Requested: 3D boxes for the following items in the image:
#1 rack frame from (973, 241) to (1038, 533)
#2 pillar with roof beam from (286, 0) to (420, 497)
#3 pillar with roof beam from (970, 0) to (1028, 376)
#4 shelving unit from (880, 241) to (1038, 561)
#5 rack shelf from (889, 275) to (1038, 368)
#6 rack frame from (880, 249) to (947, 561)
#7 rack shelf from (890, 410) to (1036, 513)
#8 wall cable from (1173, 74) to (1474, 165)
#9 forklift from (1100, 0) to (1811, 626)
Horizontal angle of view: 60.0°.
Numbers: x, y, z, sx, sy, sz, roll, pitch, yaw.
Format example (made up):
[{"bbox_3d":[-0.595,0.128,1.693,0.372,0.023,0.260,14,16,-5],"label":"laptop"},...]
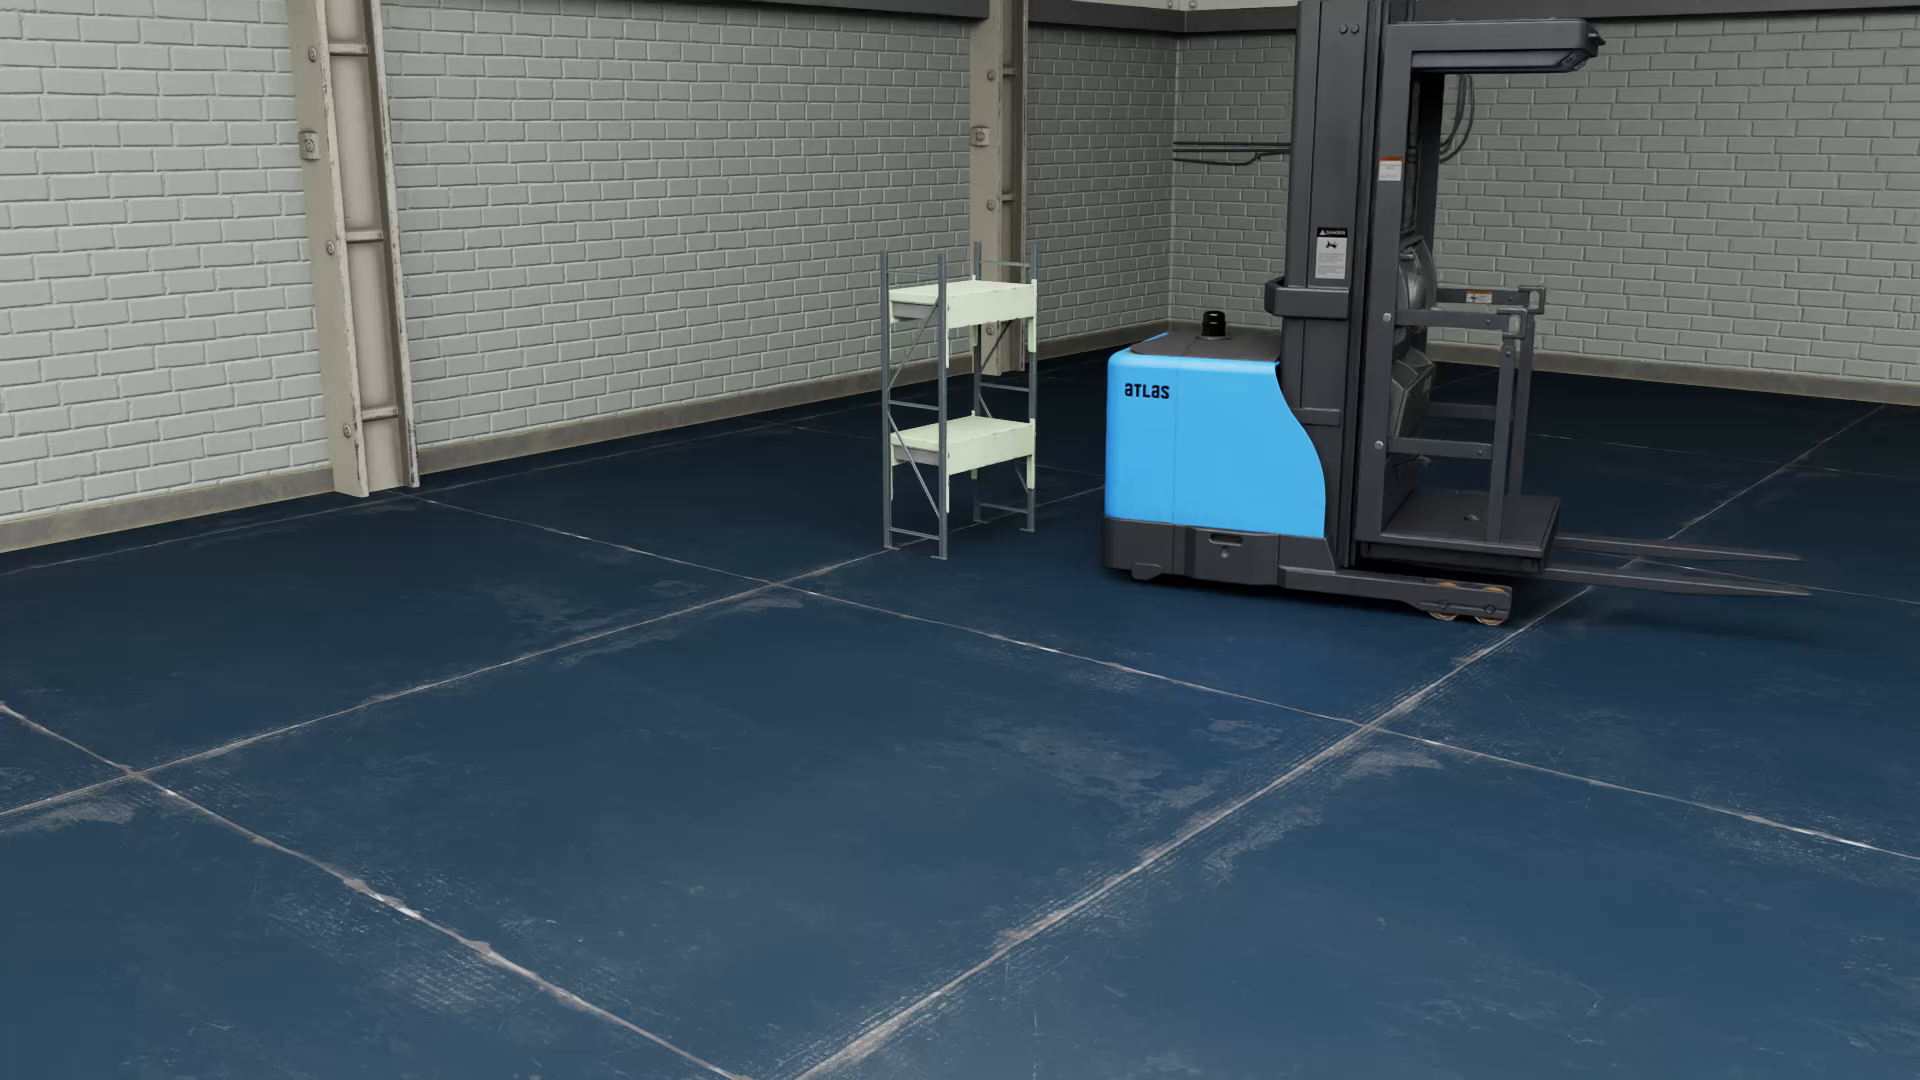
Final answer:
[{"bbox_3d":[0.234,-0.798,8.719,0.400,1.500,0.023,11,18,38],"label":"rack frame"},{"bbox_3d":[-0.101,-4.002,6.099,9.100,9.000,0.400,11,18,38],"label":"pillar with roof beam"},{"bbox_3d":[3.670,-5.151,10.622,9.100,9.000,0.400,11,18,38],"label":"pillar with roof beam"},{"bbox_3d":[0.004,-0.728,8.443,0.431,1.500,0.755,11,18,38],"label":"shelving unit"},{"bbox_3d":[0.004,-1.106,8.347,0.431,0.370,0.720,11,18,38],"label":"rack shelf"},{"bbox_3d":[-0.226,-0.658,8.167,0.400,1.500,0.023,11,18,38],"label":"rack frame"},{"bbox_3d":[0.004,-0.412,8.524,0.431,0.370,0.720,11,18,38],"label":"rack shelf"},{"bbox_3d":[3.202,-4.672,15.042,3.097,2.526,0.112,11,18,38],"label":"wall cable"},{"bbox_3d":[2.233,-1.200,7.394,3.031,2.935,1.130,6,15,22],"label":"forklift"}]
